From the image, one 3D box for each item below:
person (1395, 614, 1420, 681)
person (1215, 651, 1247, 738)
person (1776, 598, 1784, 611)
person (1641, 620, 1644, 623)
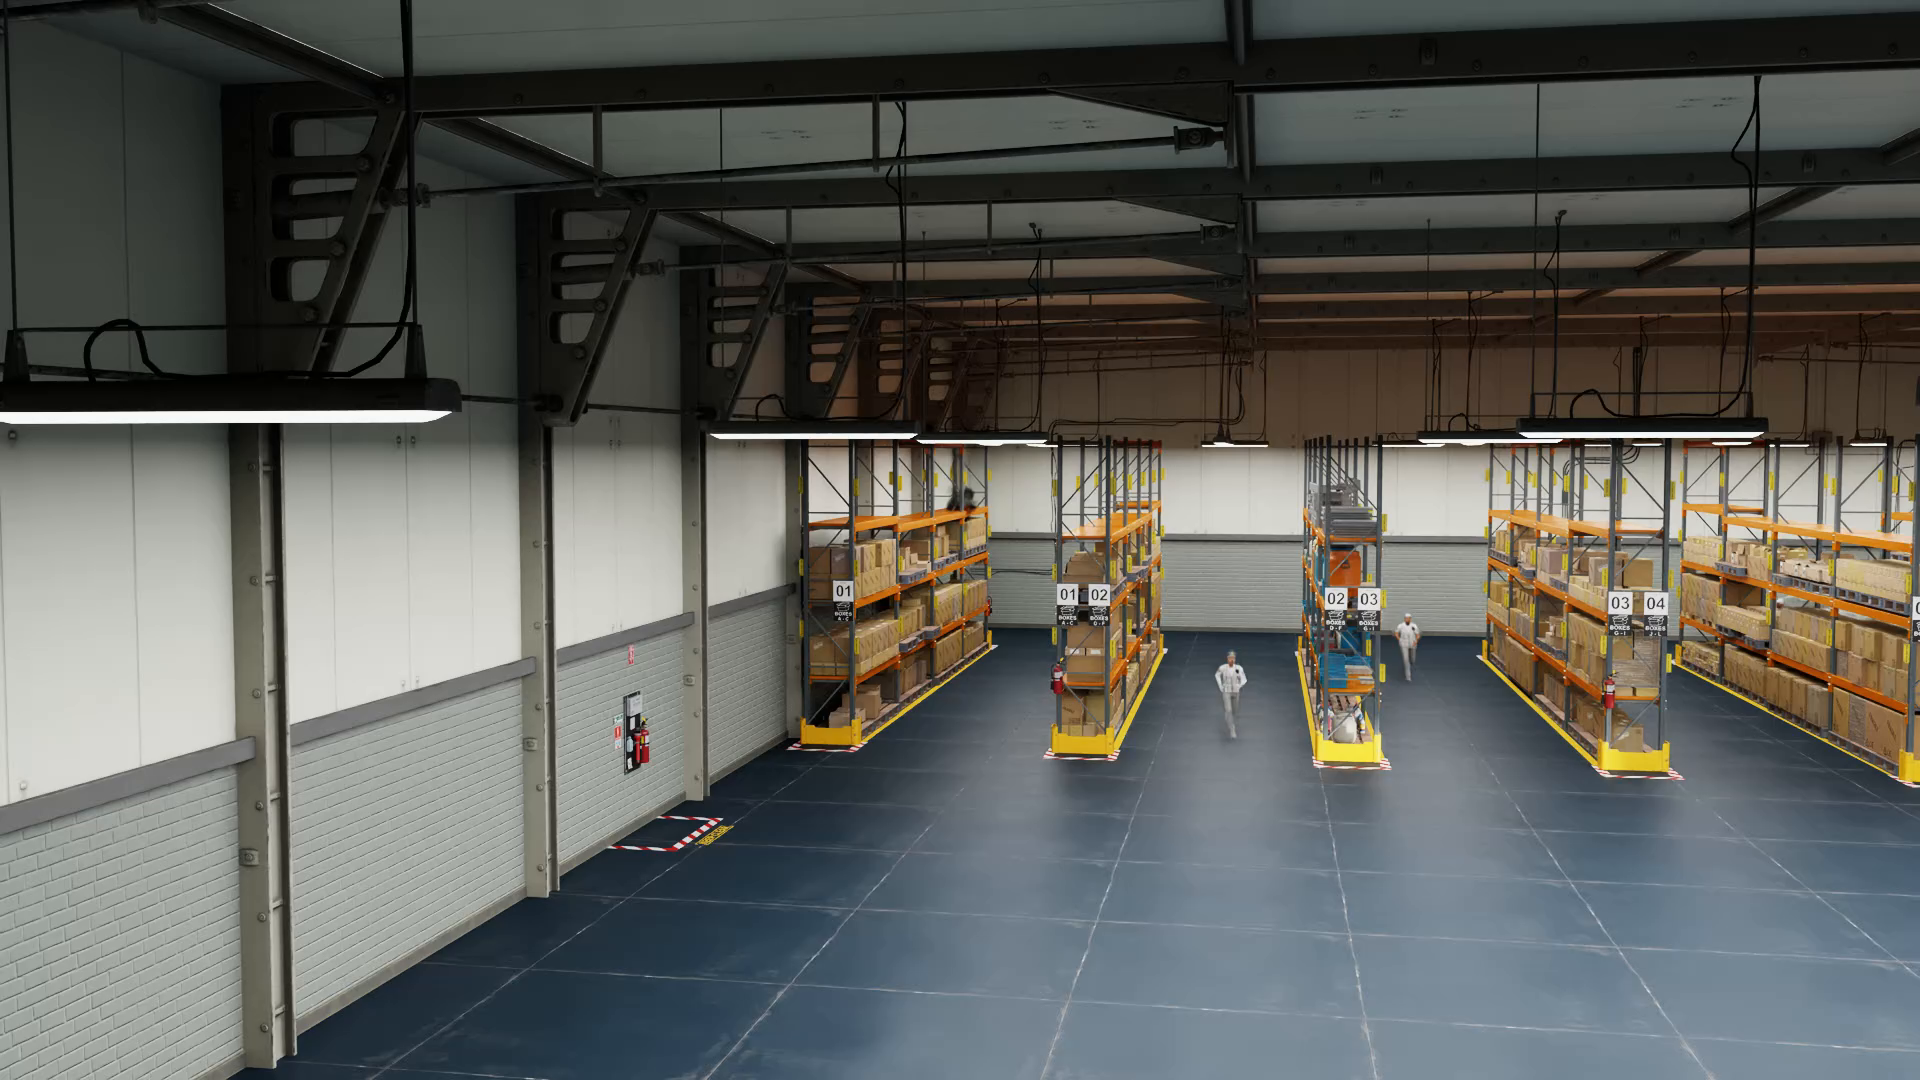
[{"bbox_3d":[11.238,2.678,41.725,0.588,1.659,0.979,0,3,0],"label":"person"},{"bbox_3d":[5.474,3.086,33.516,0.585,1.709,1.043,0,3,-4],"label":"person"},{"bbox_3d":[22.273,2.432,45.008,0.747,1.722,0.688,0,3,3],"label":"person"},{"bbox_3d":[17.780,2.602,42.852,0.682,1.692,0.986,0,3,3],"label":"person"}]
